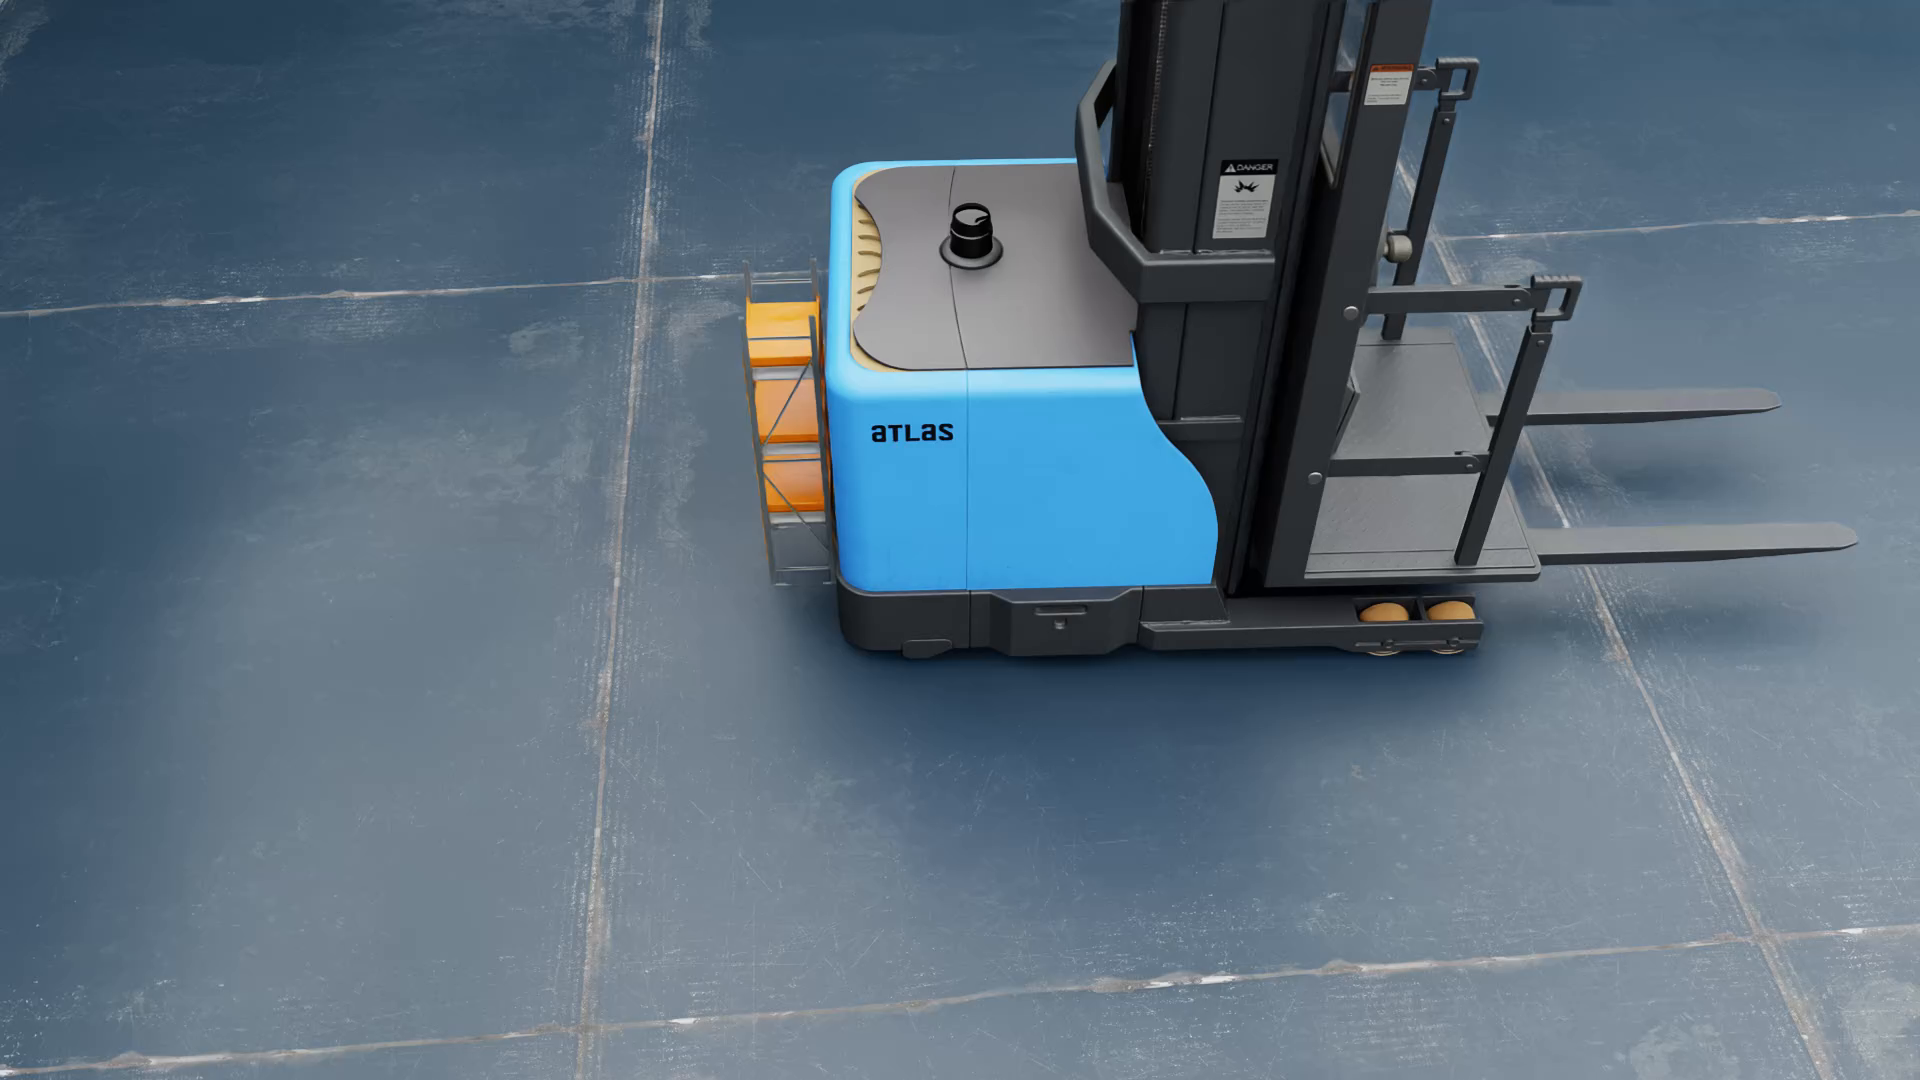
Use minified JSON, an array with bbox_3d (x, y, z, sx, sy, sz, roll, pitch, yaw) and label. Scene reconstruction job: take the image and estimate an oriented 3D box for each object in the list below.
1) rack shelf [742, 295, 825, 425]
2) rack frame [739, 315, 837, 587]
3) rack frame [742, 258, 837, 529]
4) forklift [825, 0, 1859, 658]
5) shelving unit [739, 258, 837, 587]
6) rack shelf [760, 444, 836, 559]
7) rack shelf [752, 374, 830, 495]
[{"bbox_3d":[-0.486,-0.500,4.624,0.215,0.259,0.240,-2,47,-2],"label":"rack shelf"},{"bbox_3d":[-0.480,-0.224,4.739,0.200,1.050,0.008,-2,47,-2],"label":"rack frame"},{"bbox_3d":[-0.492,-0.401,4.906,0.200,1.050,0.008,-2,47,-2],"label":"rack frame"},{"bbox_3d":[1.146,-1.052,4.227,3.031,2.935,1.130,-1,47,-1],"label":"forklift"},{"bbox_3d":[-0.486,-0.312,4.823,0.215,1.050,0.252,-2,47,-2],"label":"shelving unit"},{"bbox_3d":[-0.486,-0.114,5.032,0.215,0.259,0.240,-2,47,-2],"label":"rack shelf"},{"bbox_3d":[-0.486,-0.305,4.830,0.215,0.259,0.240,-2,47,-2],"label":"rack shelf"}]
